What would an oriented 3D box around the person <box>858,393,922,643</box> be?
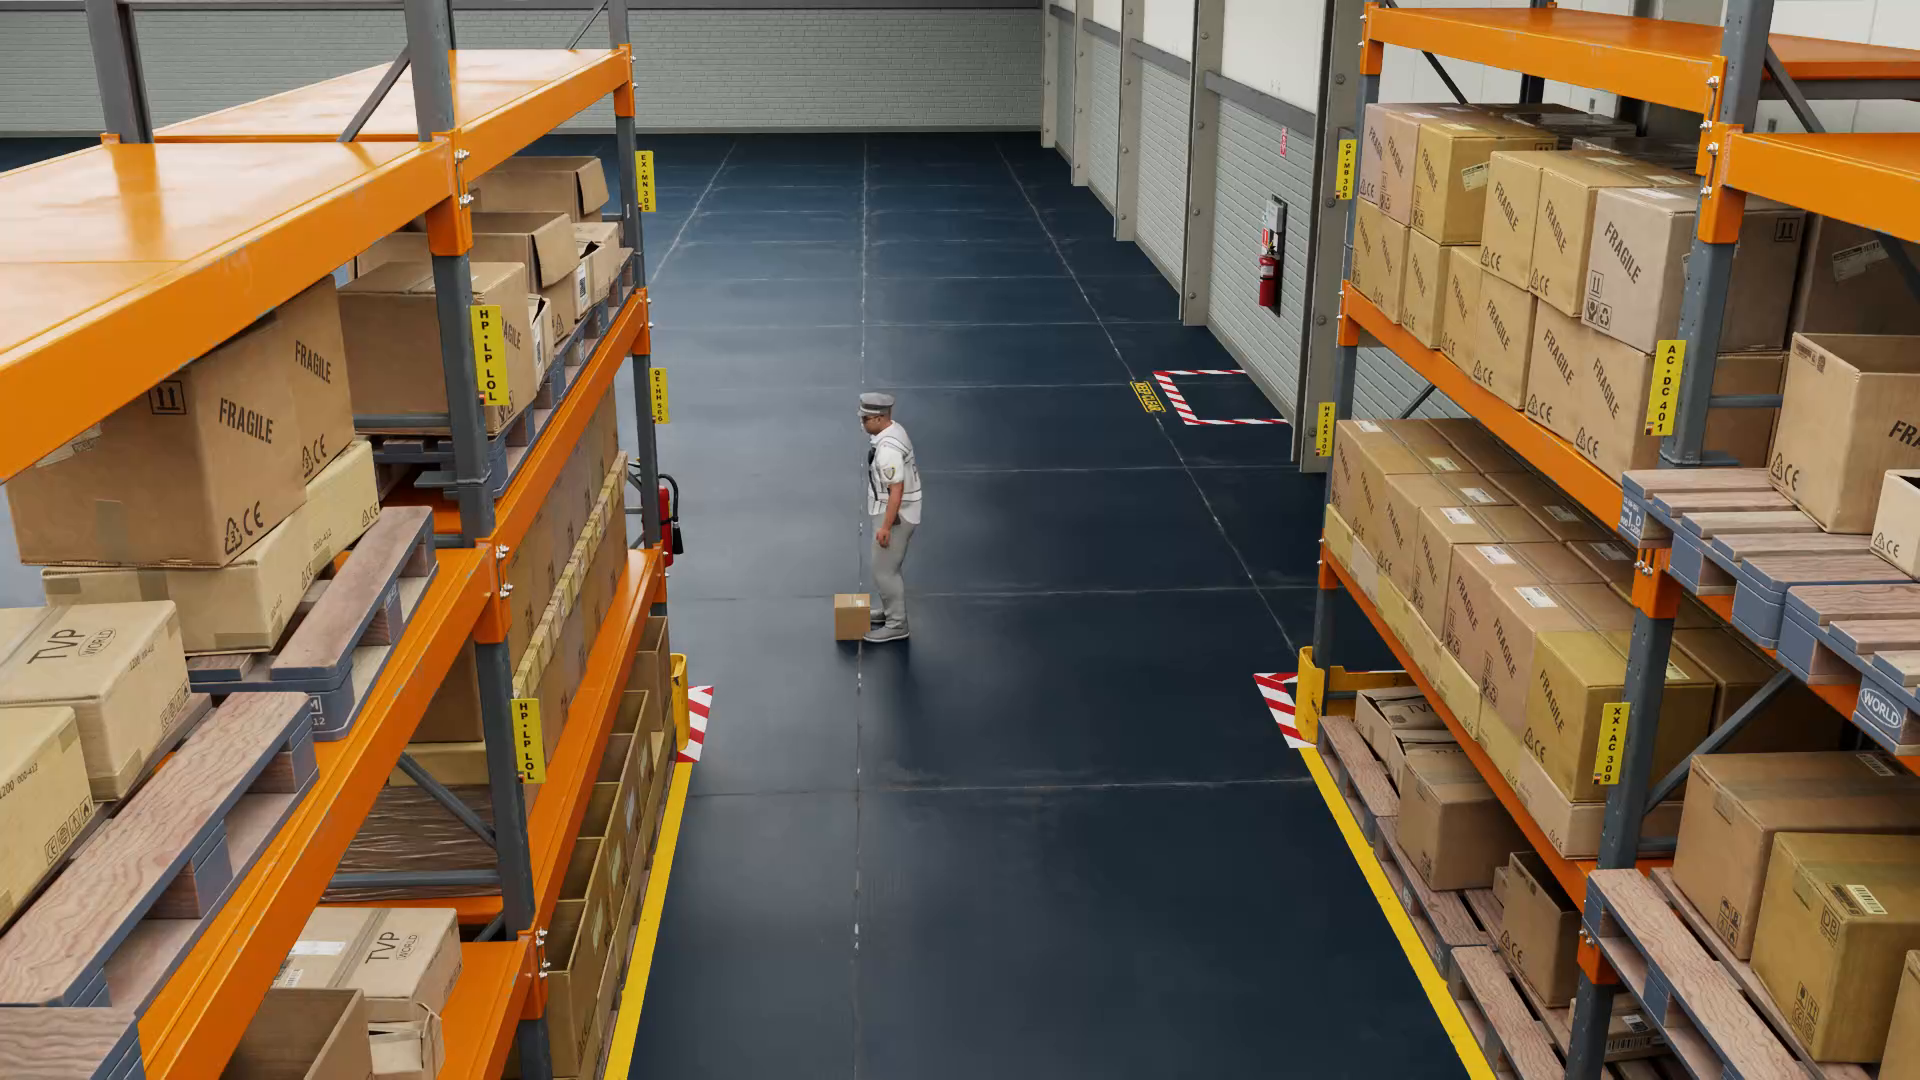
[{"bbox_3d":[-0.482,-0.170,11.528,0.436,1.747,0.583,-1,20,-4],"label":"person"}]
